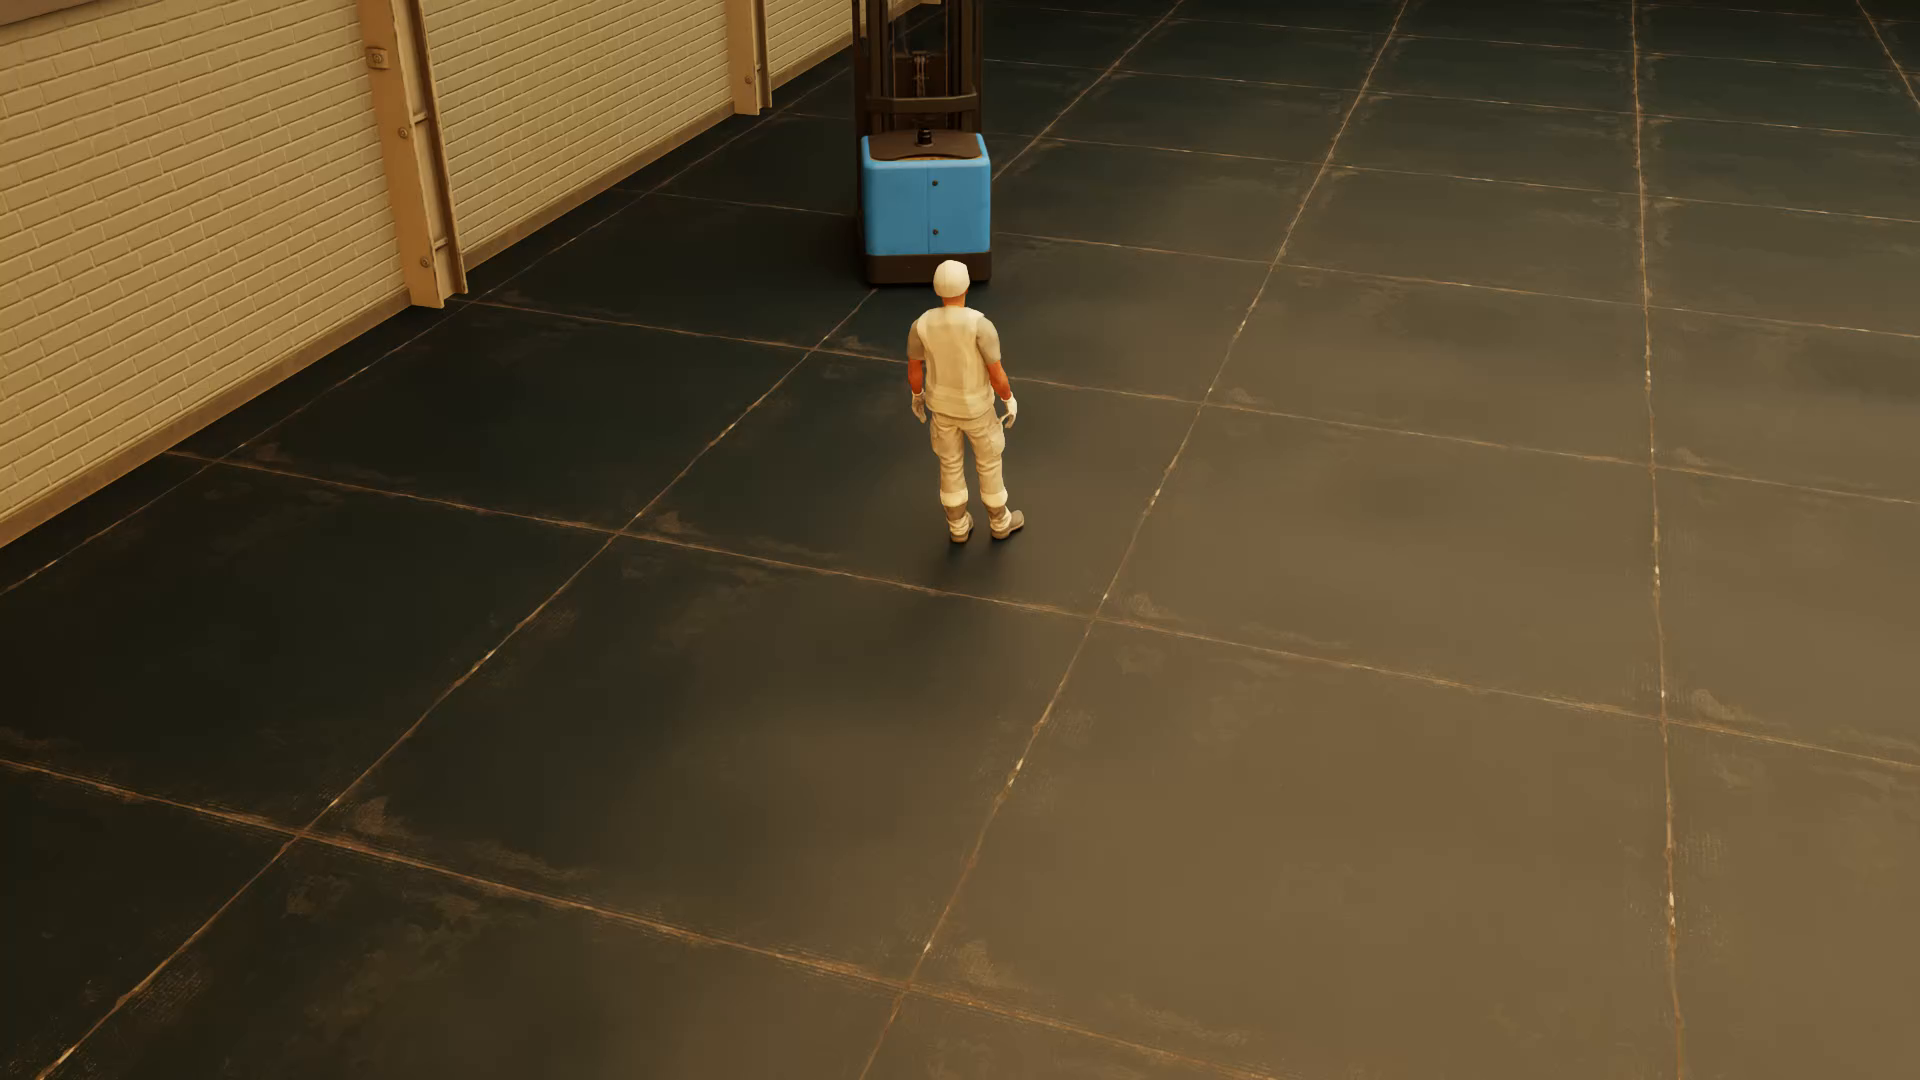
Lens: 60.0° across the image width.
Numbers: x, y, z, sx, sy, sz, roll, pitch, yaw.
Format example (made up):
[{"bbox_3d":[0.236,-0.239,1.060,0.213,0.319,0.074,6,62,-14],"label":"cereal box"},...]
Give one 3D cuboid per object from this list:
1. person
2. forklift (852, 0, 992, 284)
[{"bbox_3d":[0.038,-0.819,9.711,0.637,1.787,0.564,10,31,16],"label":"person"},{"bbox_3d":[-0.375,-4.076,14.287,1.130,2.935,3.031,-2,30,-4],"label":"forklift"}]
